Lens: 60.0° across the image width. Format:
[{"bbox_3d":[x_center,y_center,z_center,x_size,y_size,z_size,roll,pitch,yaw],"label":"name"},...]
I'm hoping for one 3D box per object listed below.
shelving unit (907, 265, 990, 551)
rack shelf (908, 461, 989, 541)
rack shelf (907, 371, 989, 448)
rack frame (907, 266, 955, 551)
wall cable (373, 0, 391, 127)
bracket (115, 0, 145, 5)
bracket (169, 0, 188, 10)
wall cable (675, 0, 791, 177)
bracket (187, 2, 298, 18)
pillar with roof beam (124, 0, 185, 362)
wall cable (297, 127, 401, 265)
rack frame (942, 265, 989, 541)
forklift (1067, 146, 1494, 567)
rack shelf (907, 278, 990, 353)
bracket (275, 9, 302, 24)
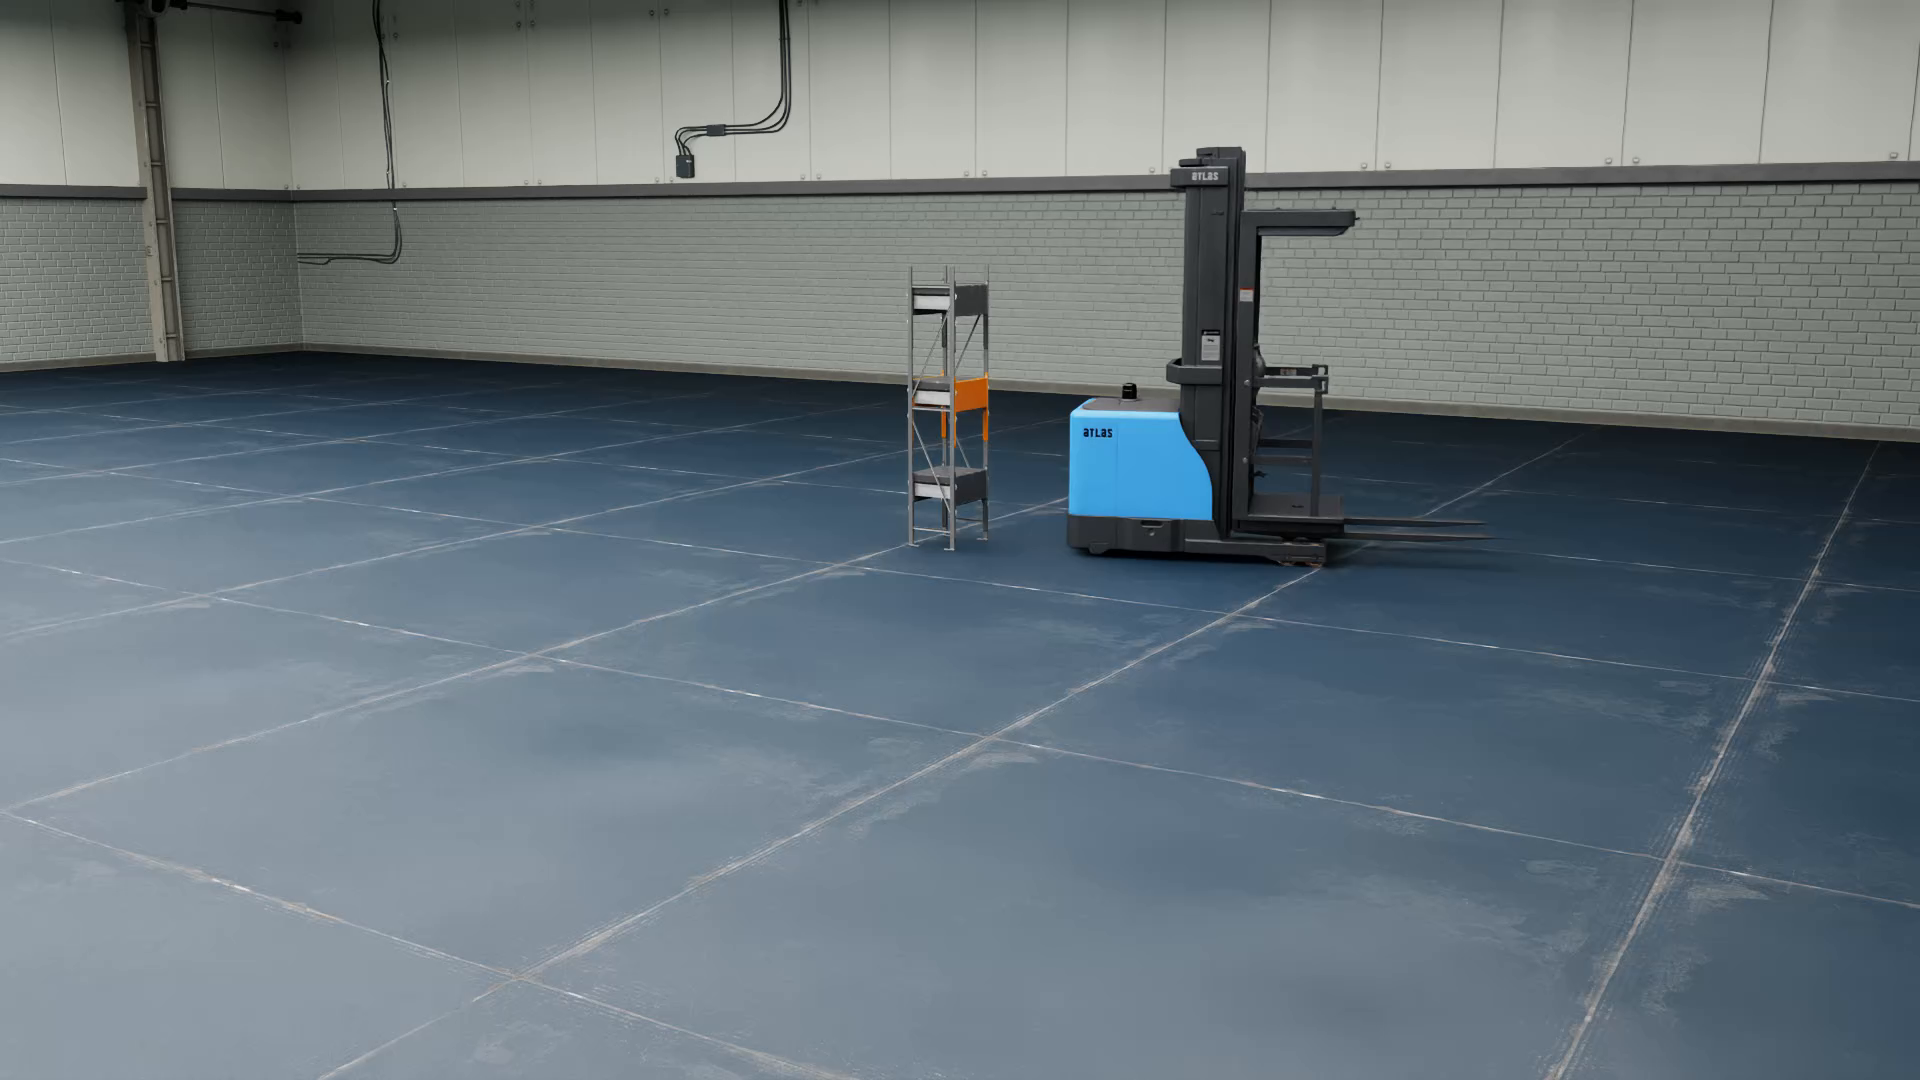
[{"bbox_3d":[-0.086,-1.006,12.536,0.431,2.100,0.503,6,12,31],"label":"shelving unit"},{"bbox_3d":[-0.086,-0.305,12.668,0.431,0.518,0.480,6,12,31],"label":"rack shelf"},{"bbox_3d":[-0.086,-0.993,12.539,0.431,0.518,0.480,6,12,31],"label":"rack shelf"},{"bbox_3d":[-0.213,-0.968,12.331,0.400,2.100,0.015,6,12,31],"label":"rack frame"},{"bbox_3d":[-9.445,-8.733,29.774,3.097,2.526,0.112,6,12,31],"label":"wall cable"},{"bbox_3d":[-14.328,-9.368,28.672,0.235,0.232,0.430,6,12,31],"label":"bracket"},{"bbox_3d":[-13.898,-9.499,29.370,0.235,0.232,0.430,6,12,31],"label":"bracket"},{"bbox_3d":[-3.651,-8.797,26.163,2.305,6.003,0.169,6,12,31],"label":"wall cable"},{"bbox_3d":[-12.974,-9.778,30.864,0.076,0.066,3.189,6,12,31],"label":"bracket"},{"bbox_3d":[-10.737,-7.287,27.337,9.100,9.000,0.548,6,12,31],"label":"pillar with roof beam"},{"bbox_3d":[-11.757,-6.509,31.619,3.097,2.526,0.112,6,12,31],"label":"wall cable"},{"bbox_3d":[0.041,-1.044,12.741,0.400,2.100,0.015,6,12,31],"label":"rack frame"},{"bbox_3d":[2.359,-1.354,12.137,3.031,2.935,1.130,2,11,12],"label":"forklift"},{"bbox_3d":[-0.086,-1.681,12.410,0.431,0.518,0.480,6,12,31],"label":"rack shelf"},{"bbox_3d":[-12.667,-9.871,31.361,0.235,0.232,0.430,6,12,31],"label":"bracket"}]
